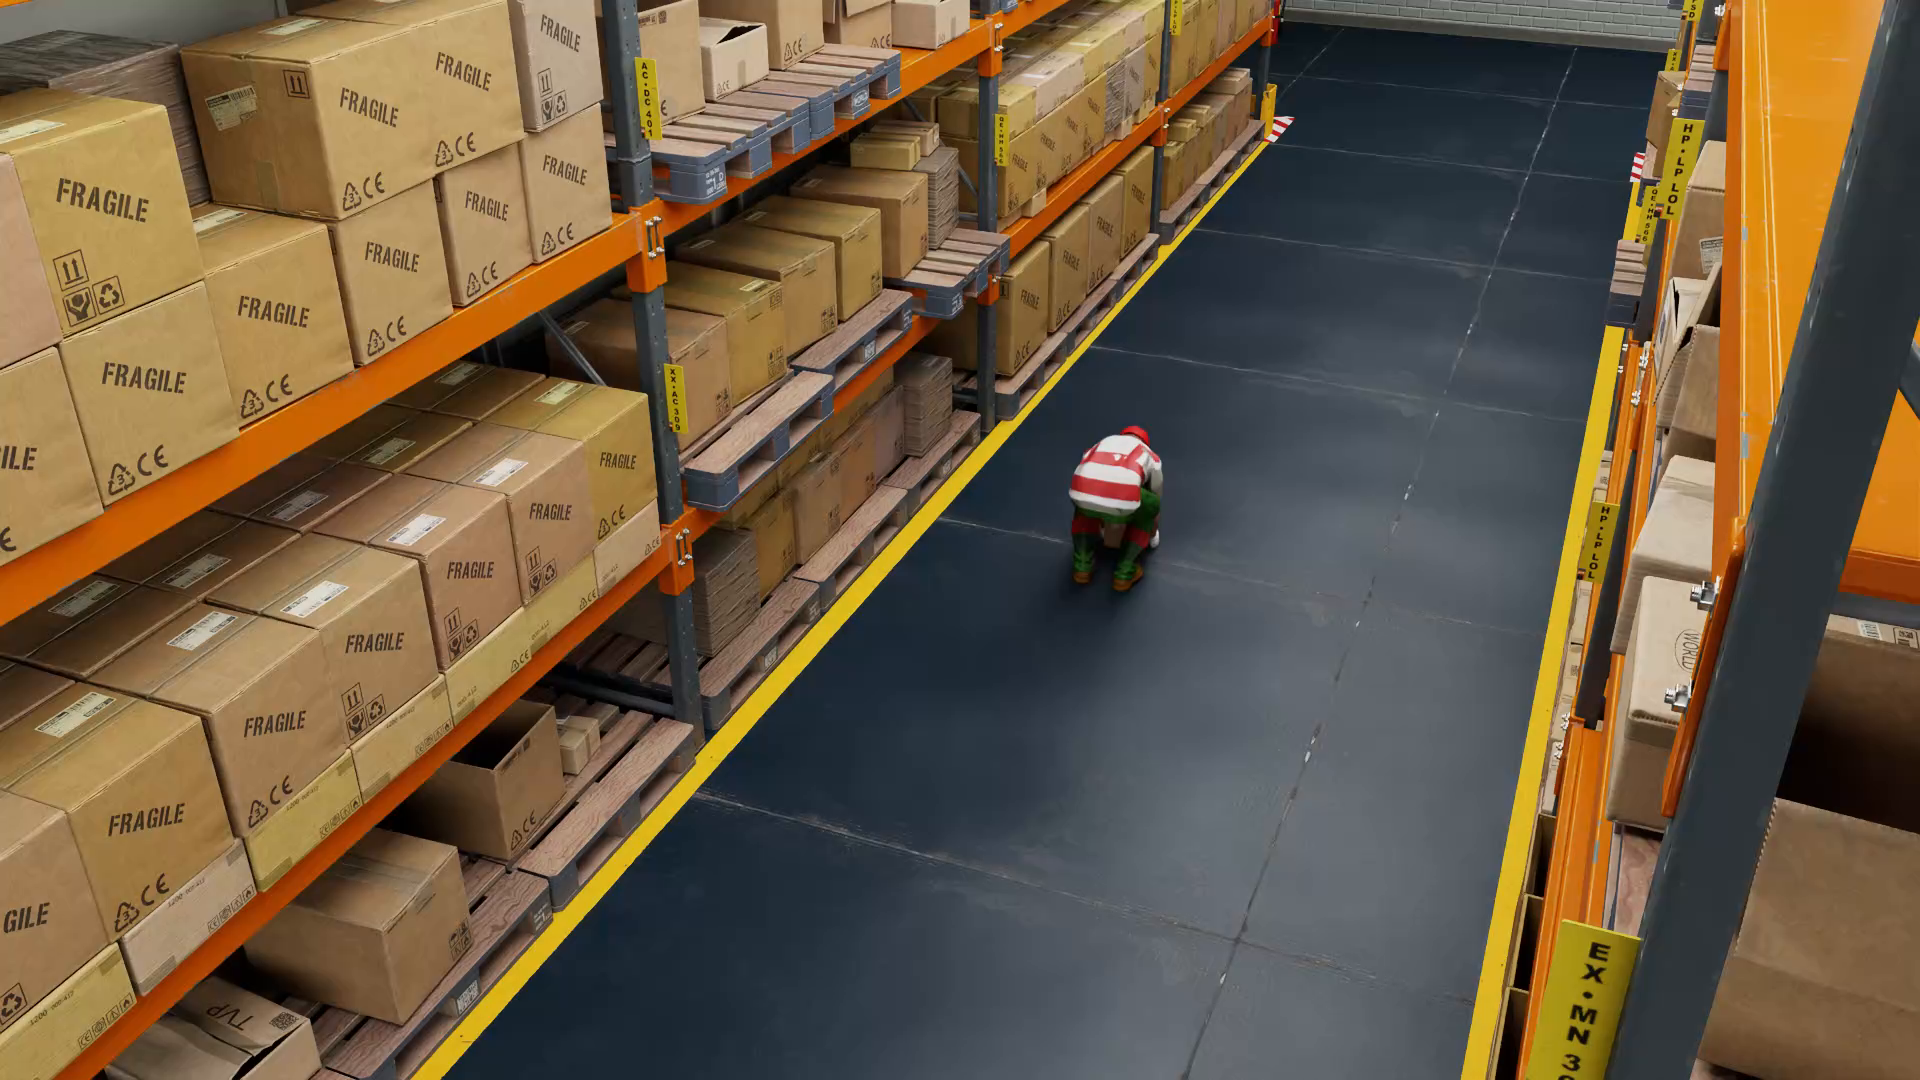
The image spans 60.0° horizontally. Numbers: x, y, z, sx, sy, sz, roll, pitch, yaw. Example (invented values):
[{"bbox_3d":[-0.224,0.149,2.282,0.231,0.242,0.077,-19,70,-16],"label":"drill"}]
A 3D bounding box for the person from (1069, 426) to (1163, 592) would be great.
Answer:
[{"bbox_3d":[0.920,-0.214,9.750,0.535,0.860,0.949,10,31,17],"label":"person"}]
